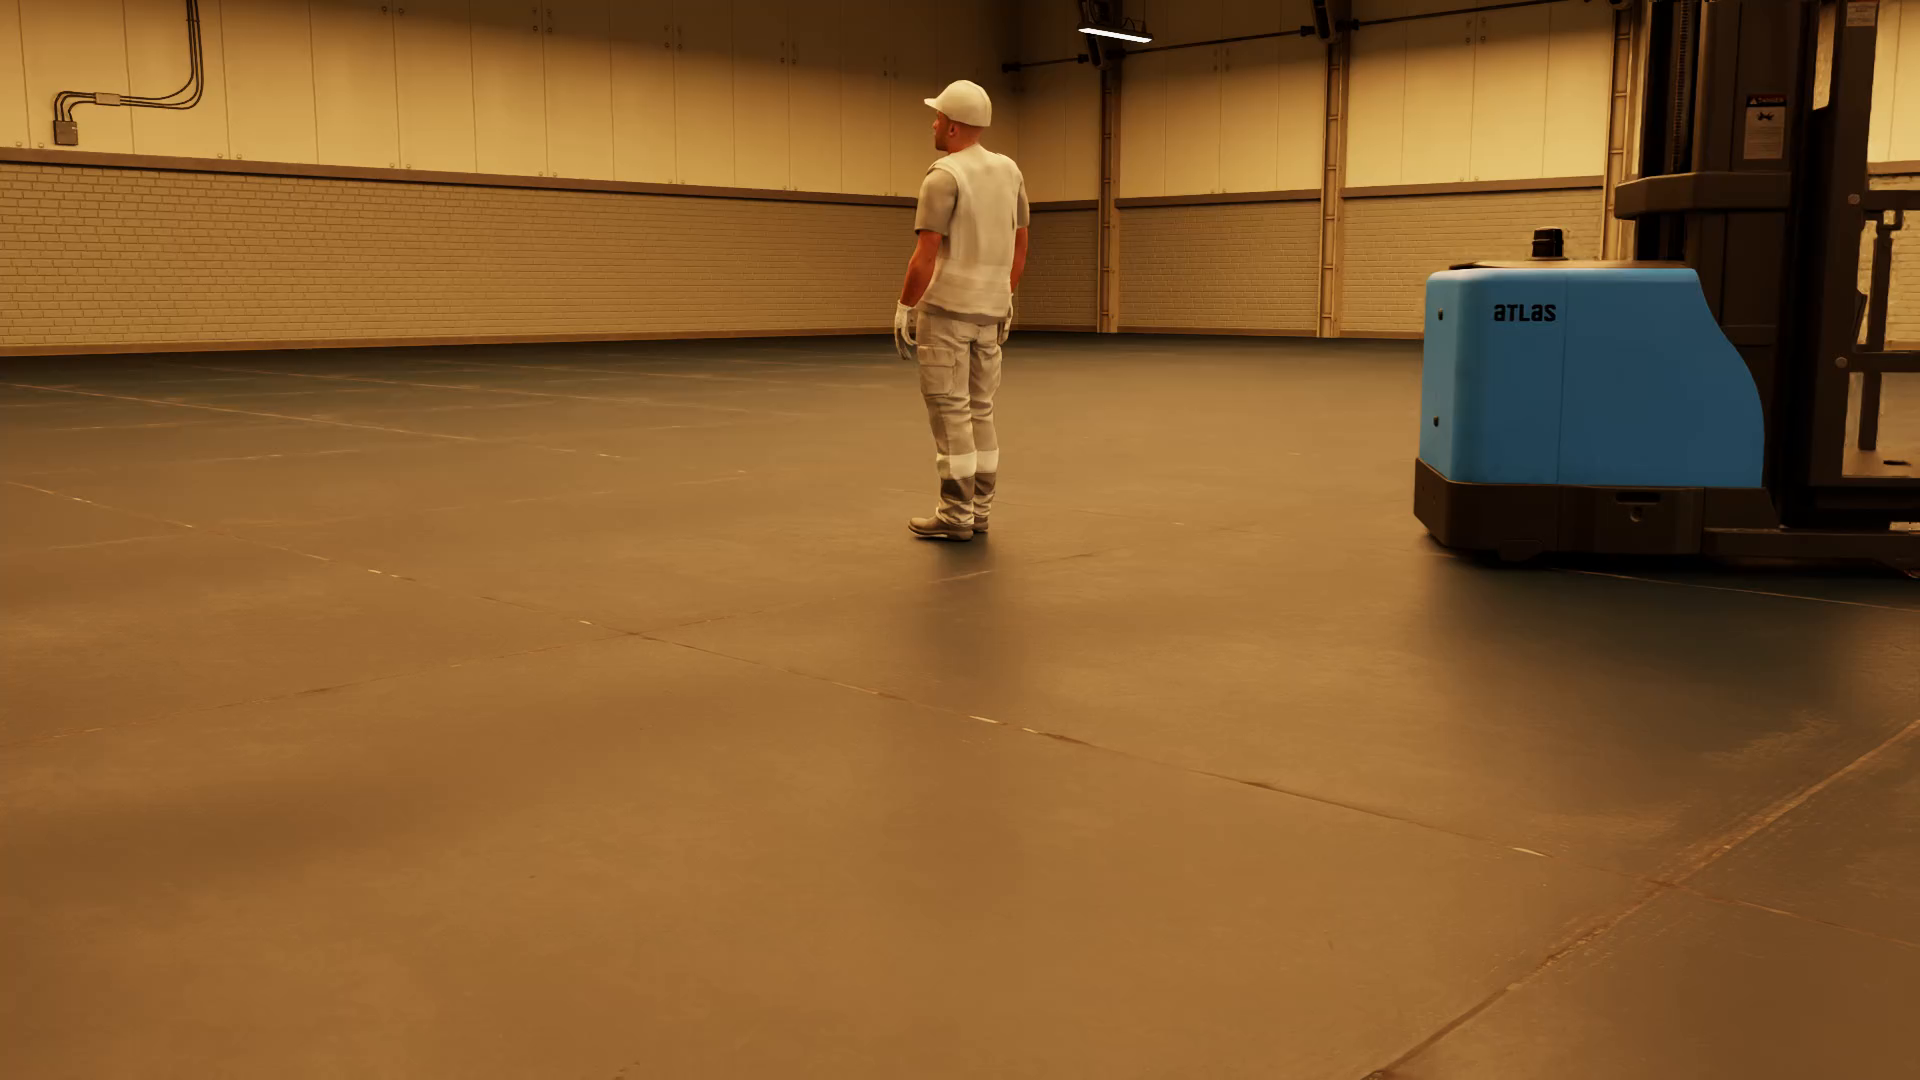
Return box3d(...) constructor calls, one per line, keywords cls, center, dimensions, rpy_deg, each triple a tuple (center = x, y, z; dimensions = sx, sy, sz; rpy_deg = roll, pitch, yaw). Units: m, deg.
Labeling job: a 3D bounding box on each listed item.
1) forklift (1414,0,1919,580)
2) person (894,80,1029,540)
box3d(cls="forklift", center=(3.335, -1.391, 6.110), dimensions=(3.031, 2.935, 1.130), rpy_deg=(1, 9, 8))
box3d(cls="person", center=(-0.049, -0.901, 6.646), dimensions=(0.564, 1.787, 0.638), rpy_deg=(8, 12, 43))
